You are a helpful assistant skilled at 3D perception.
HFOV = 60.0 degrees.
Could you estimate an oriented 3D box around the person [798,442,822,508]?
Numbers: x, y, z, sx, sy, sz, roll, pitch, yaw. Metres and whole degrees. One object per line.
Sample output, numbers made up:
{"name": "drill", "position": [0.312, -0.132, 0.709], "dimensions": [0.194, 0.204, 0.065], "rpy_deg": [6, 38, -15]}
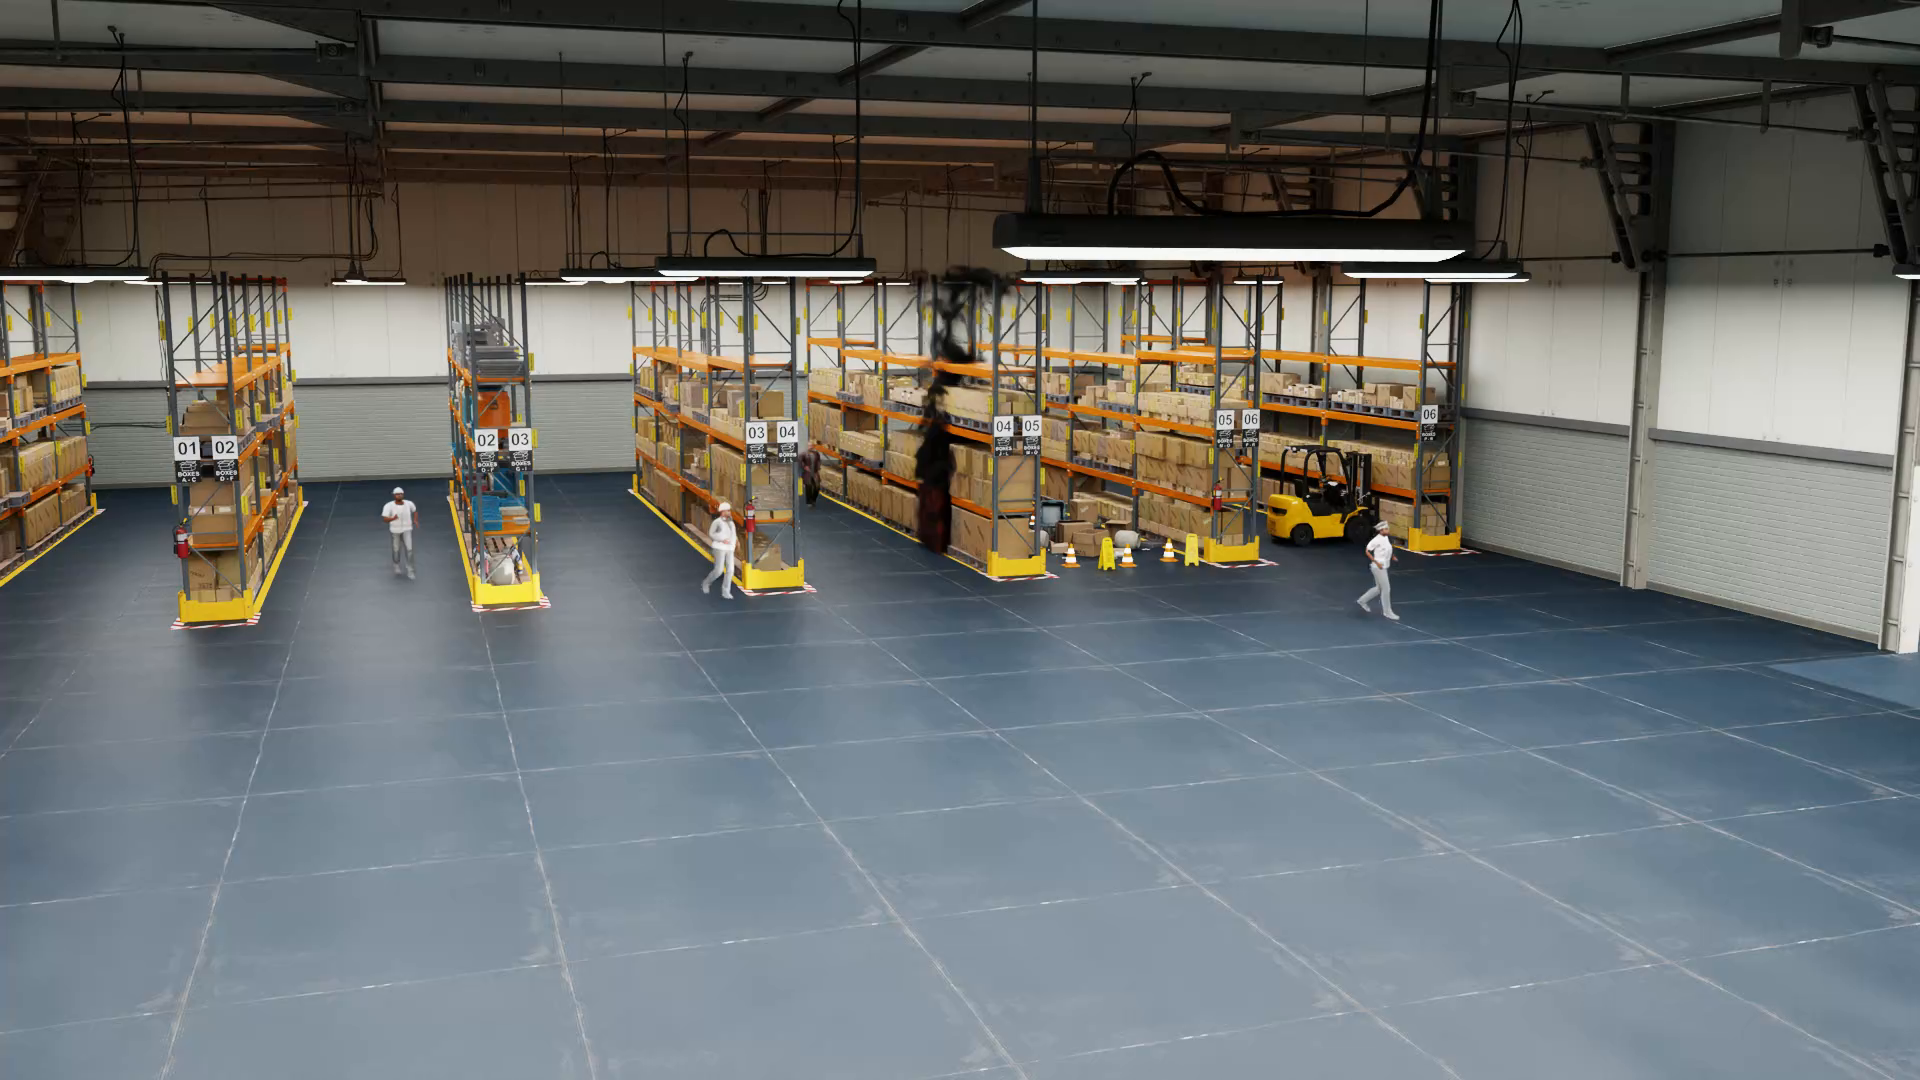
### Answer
{"name": "person", "position": [-3.896, -1.688, 43.427], "dimensions": [0.710, 1.757, 0.696], "rpy_deg": [-4, 9, -22]}

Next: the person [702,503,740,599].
{"name": "person", "position": [-4.396, 0.184, 31.122], "dimensions": [0.786, 1.754, 0.714], "rpy_deg": [7, 11, 38]}

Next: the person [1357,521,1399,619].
{"name": "person", "position": [7.350, 0.504, 29.163], "dimensions": [0.796, 1.717, 0.584], "rpy_deg": [5, 10, 32]}

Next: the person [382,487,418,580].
{"name": "person", "position": [-11.147, -0.149, 33.157], "dimensions": [0.692, 1.820, 0.796], "rpy_deg": [-4, 9, -23]}
